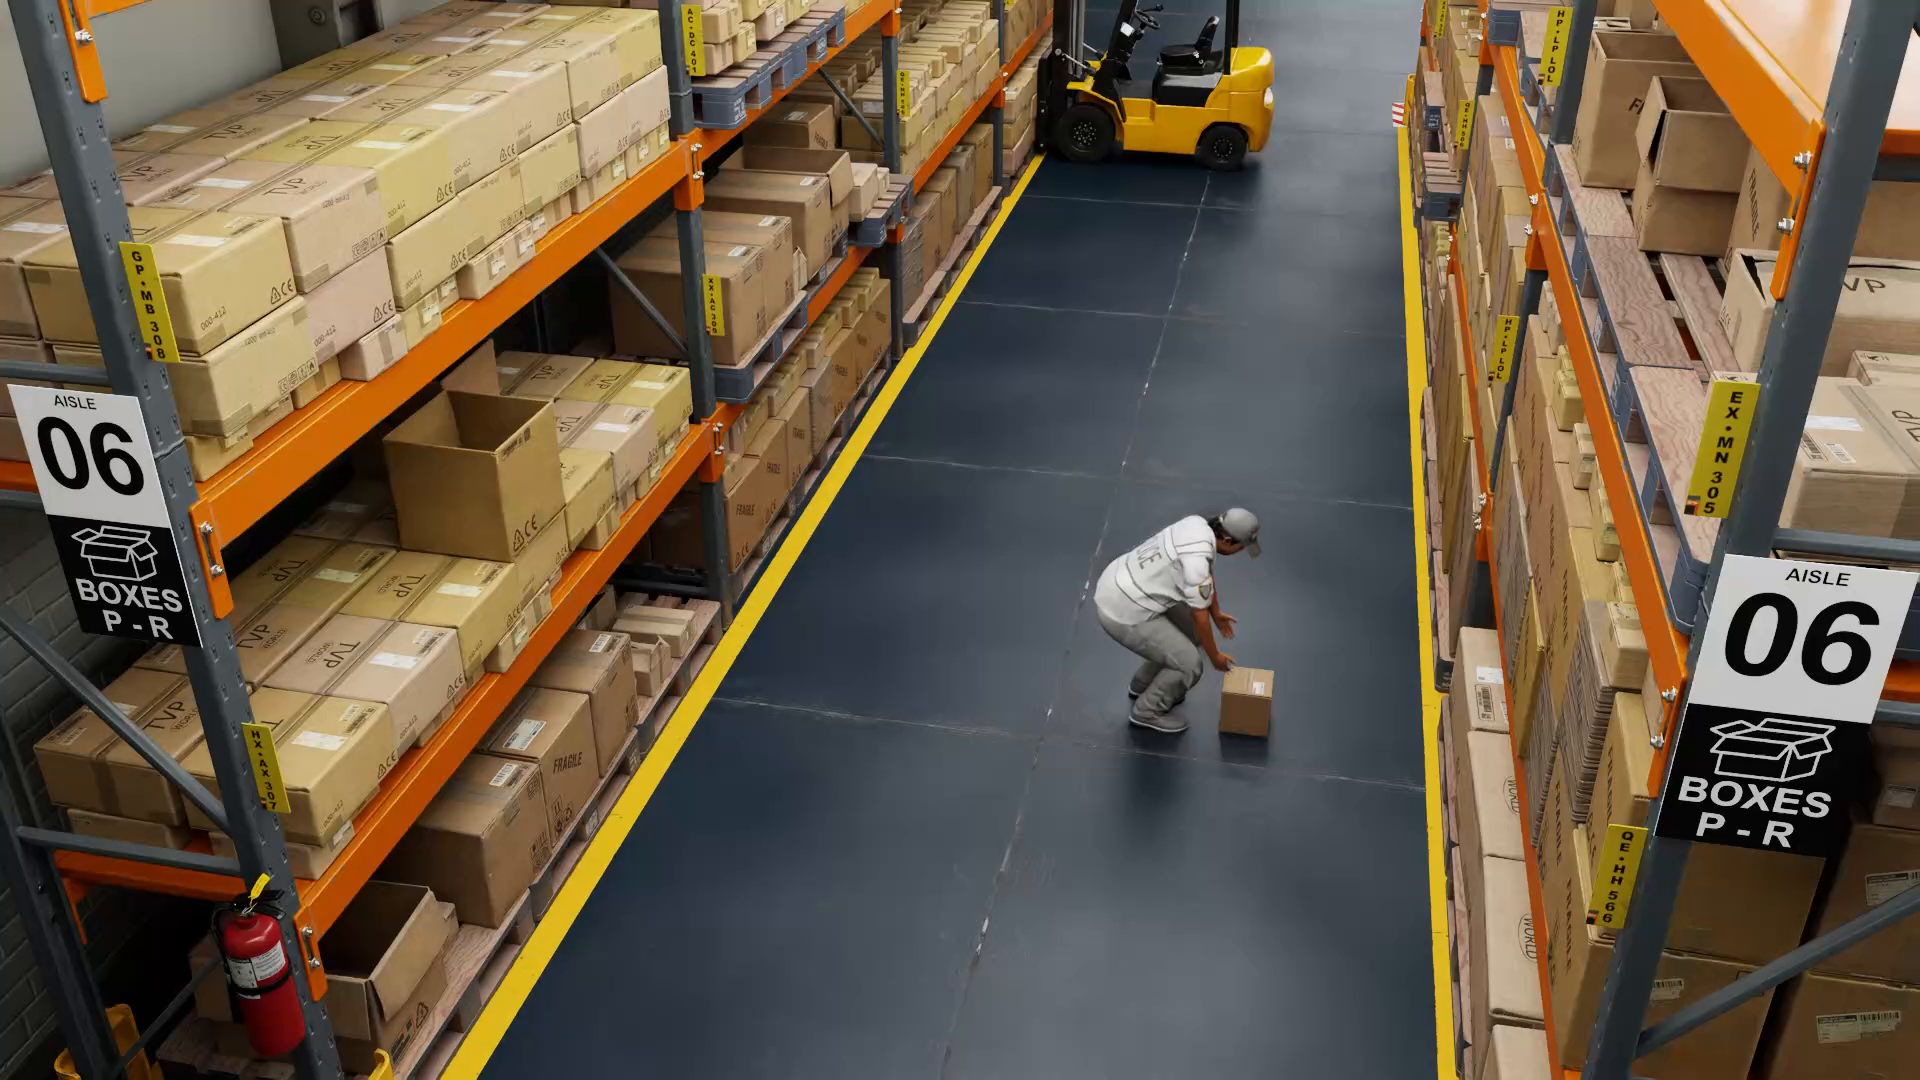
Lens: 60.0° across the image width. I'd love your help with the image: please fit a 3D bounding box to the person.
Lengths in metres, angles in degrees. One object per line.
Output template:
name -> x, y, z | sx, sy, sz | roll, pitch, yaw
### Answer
person -> 1.089, 0.359, 8.442 | 0.806, 1.207, 0.536 | 6, 30, 11
